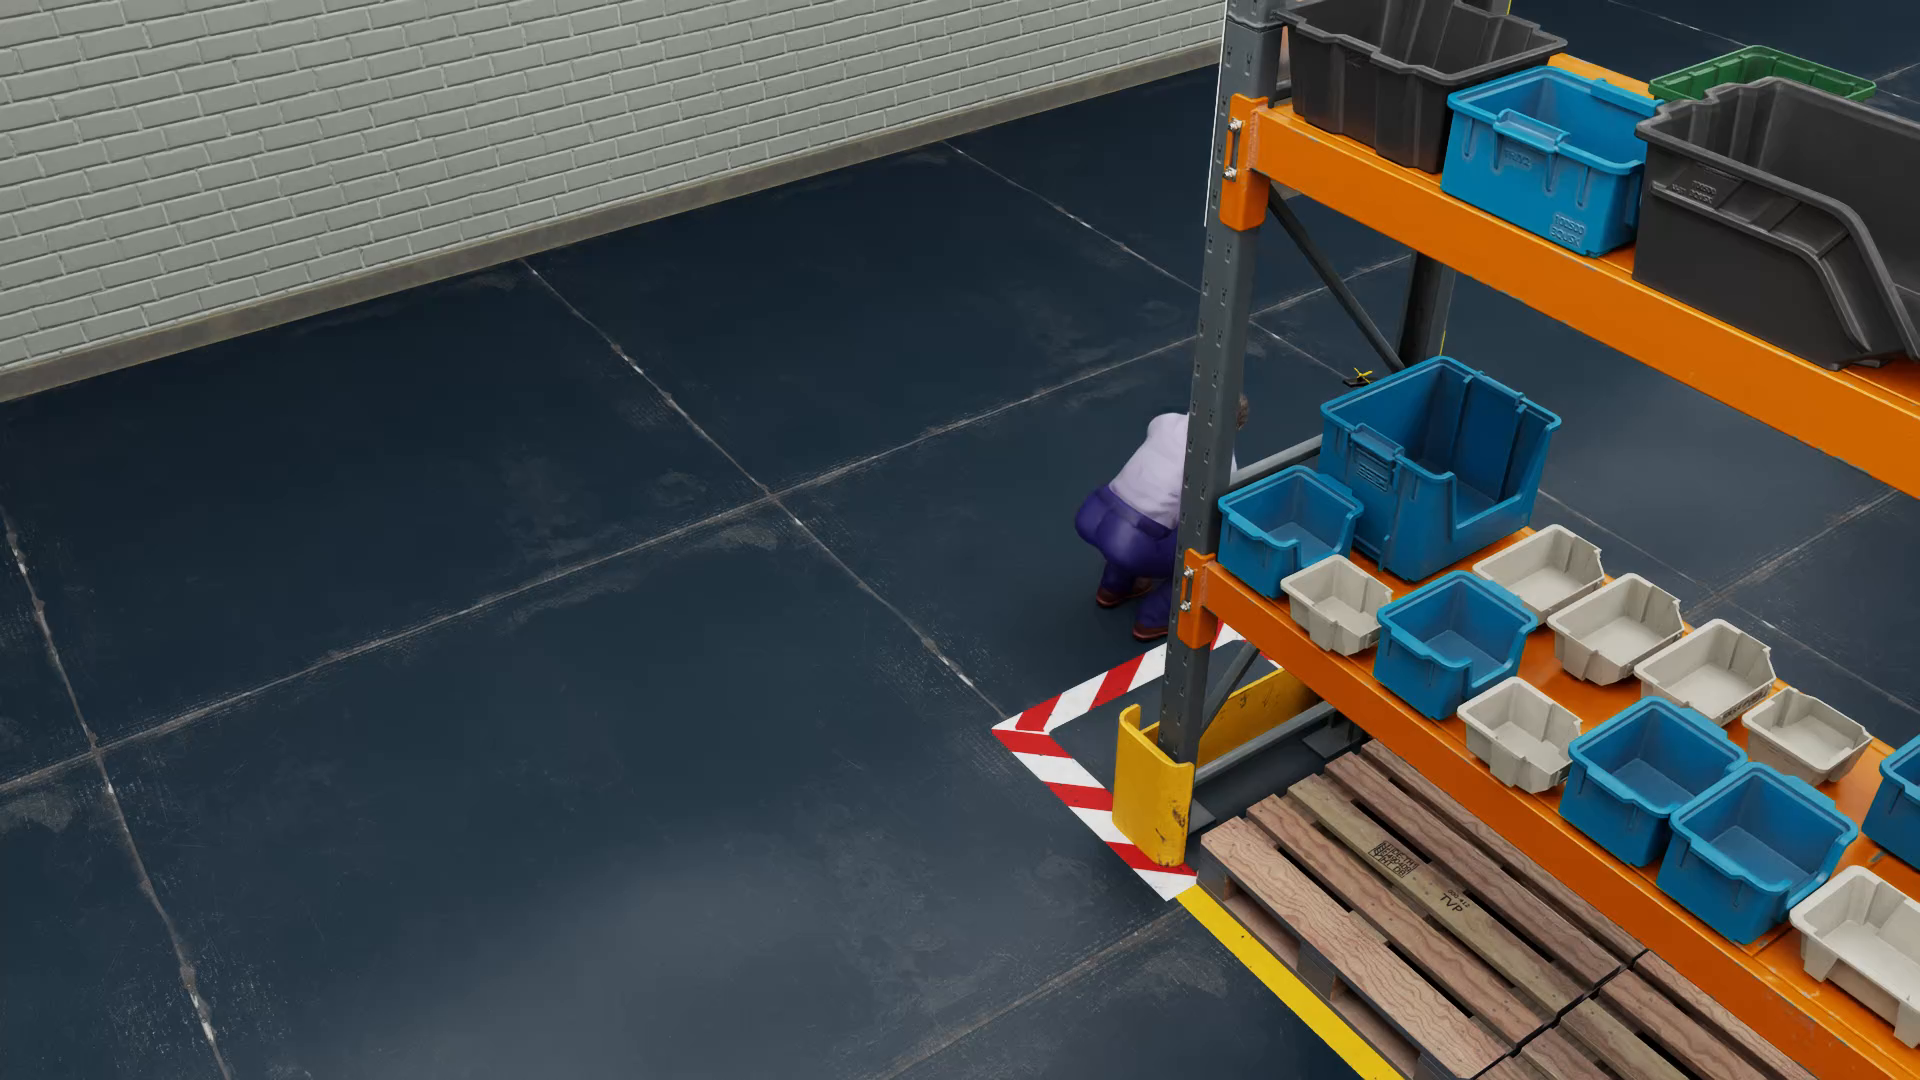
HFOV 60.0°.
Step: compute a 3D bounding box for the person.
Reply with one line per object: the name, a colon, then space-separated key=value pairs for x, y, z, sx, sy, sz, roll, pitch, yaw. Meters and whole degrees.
person: x=0.865 y=-0.105 z=6.917 sx=0.823 sy=0.923 sz=0.526 roll=-20 pitch=41 yaw=-25
